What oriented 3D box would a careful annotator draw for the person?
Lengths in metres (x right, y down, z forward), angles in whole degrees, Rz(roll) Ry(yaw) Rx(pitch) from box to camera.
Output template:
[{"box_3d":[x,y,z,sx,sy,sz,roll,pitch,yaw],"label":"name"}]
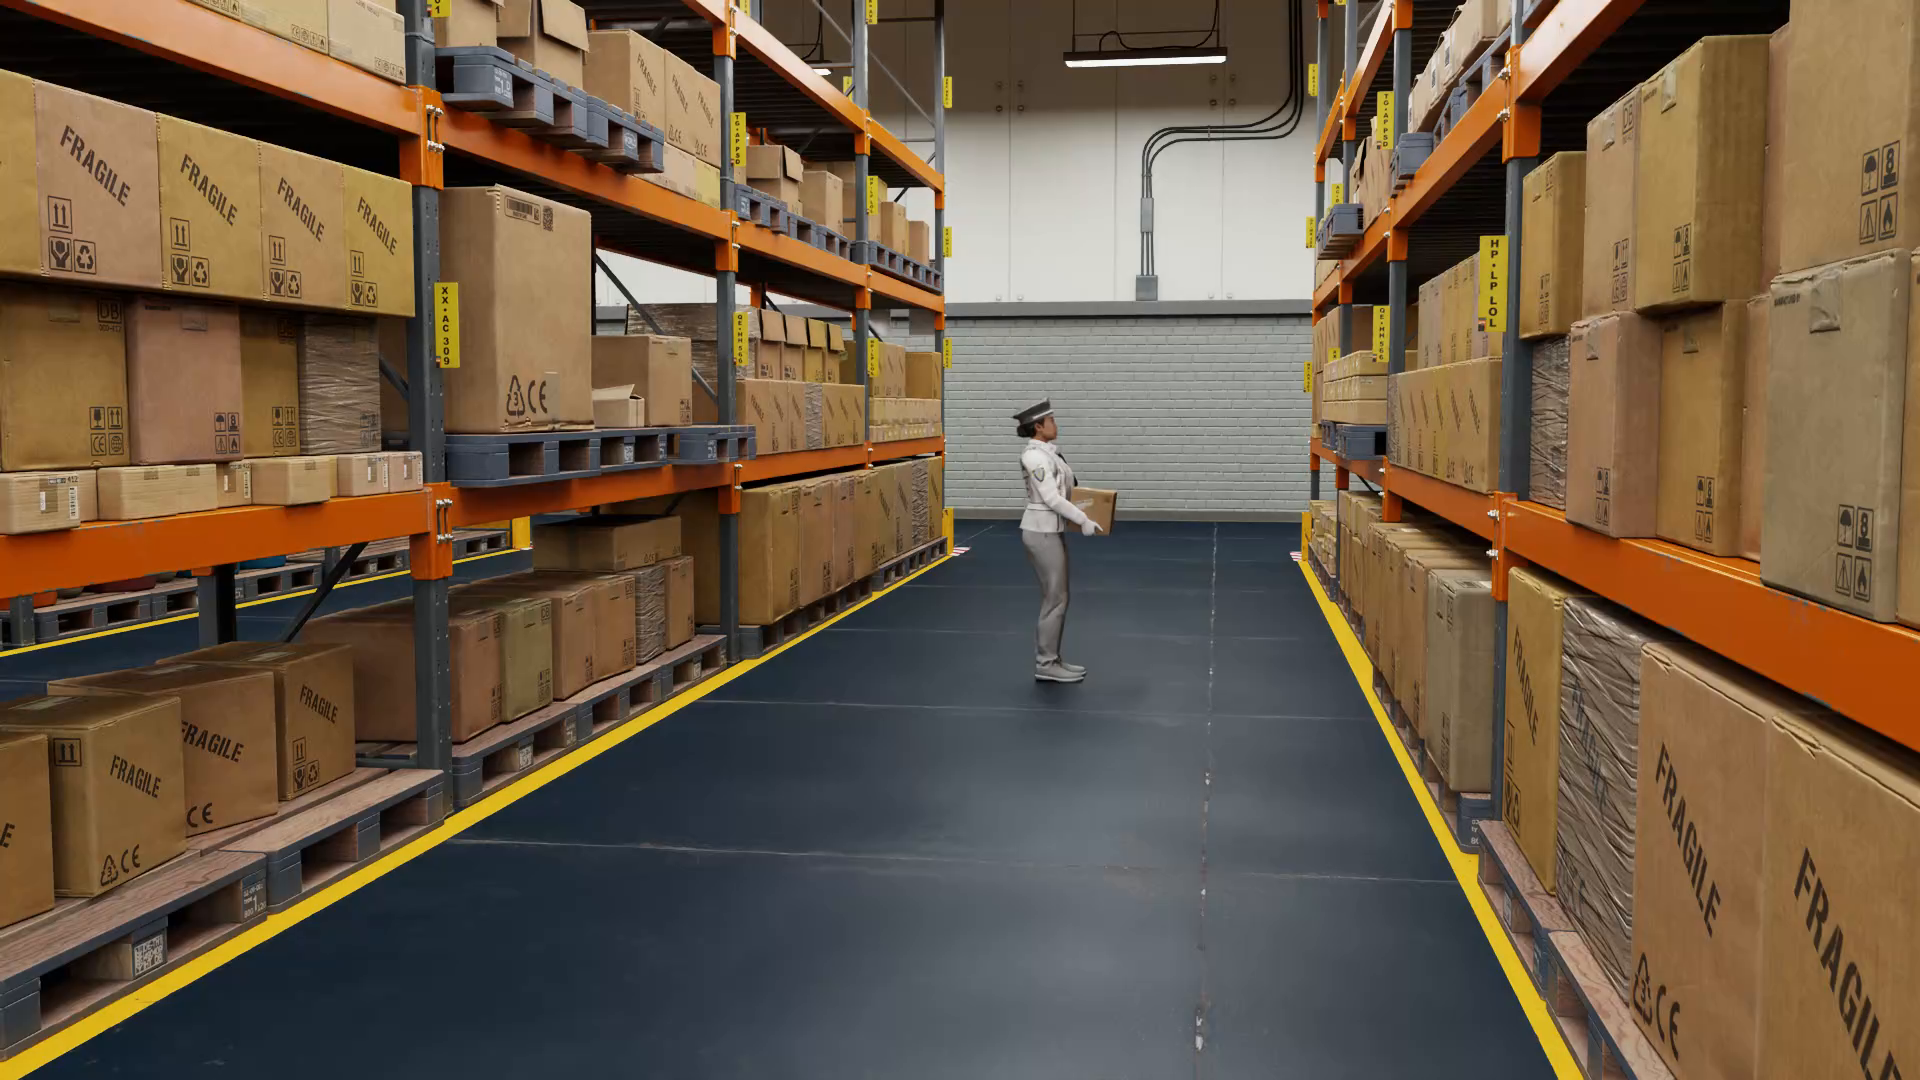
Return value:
[{"box_3d":[0.584,-0.011,9.896,0.555,1.686,0.459,1,5,10],"label":"person"}]
